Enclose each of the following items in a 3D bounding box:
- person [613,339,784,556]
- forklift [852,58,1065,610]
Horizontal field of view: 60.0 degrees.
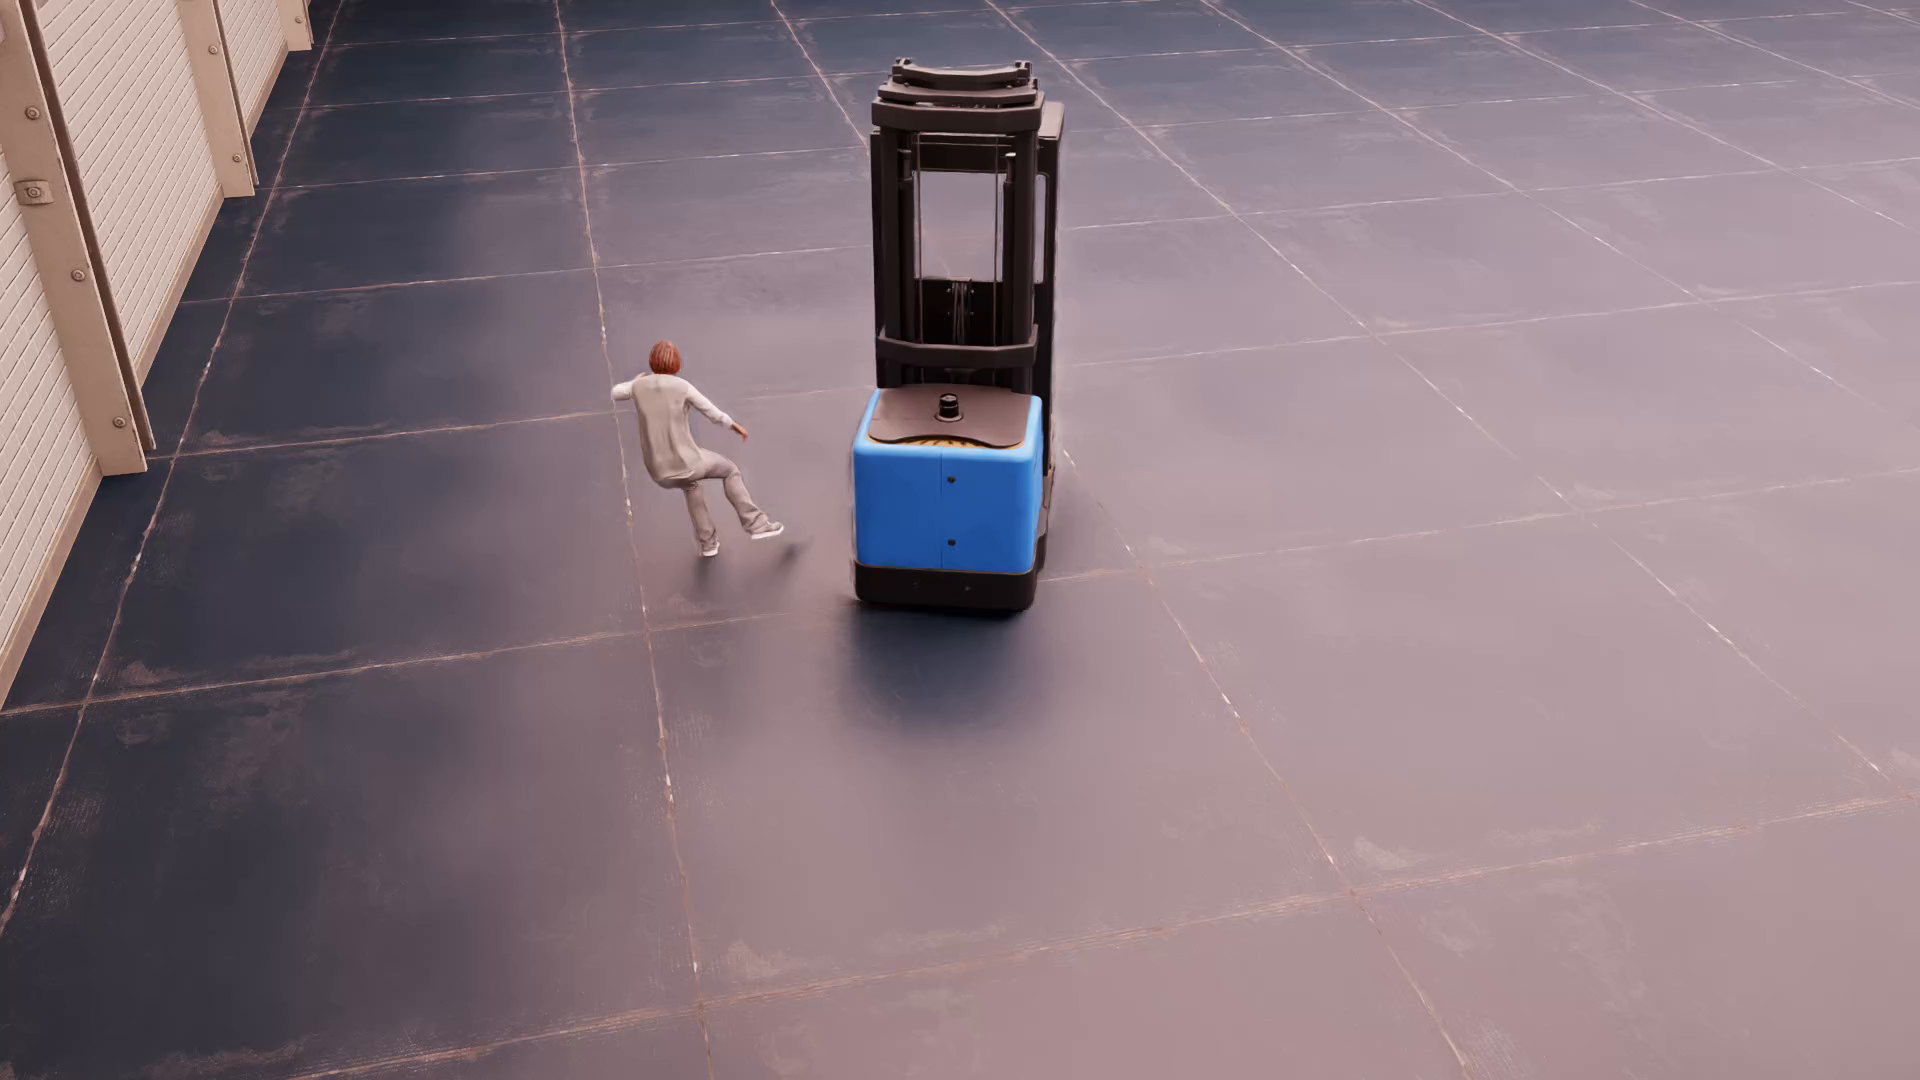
[{"bbox_3d":[-1.604,-0.604,10.163,1.005,1.335,0.843,0,30,-1],"label":"person"},{"bbox_3d":[0.051,-1.576,10.297,1.130,2.935,3.031,3,30,5],"label":"forklift"}]
